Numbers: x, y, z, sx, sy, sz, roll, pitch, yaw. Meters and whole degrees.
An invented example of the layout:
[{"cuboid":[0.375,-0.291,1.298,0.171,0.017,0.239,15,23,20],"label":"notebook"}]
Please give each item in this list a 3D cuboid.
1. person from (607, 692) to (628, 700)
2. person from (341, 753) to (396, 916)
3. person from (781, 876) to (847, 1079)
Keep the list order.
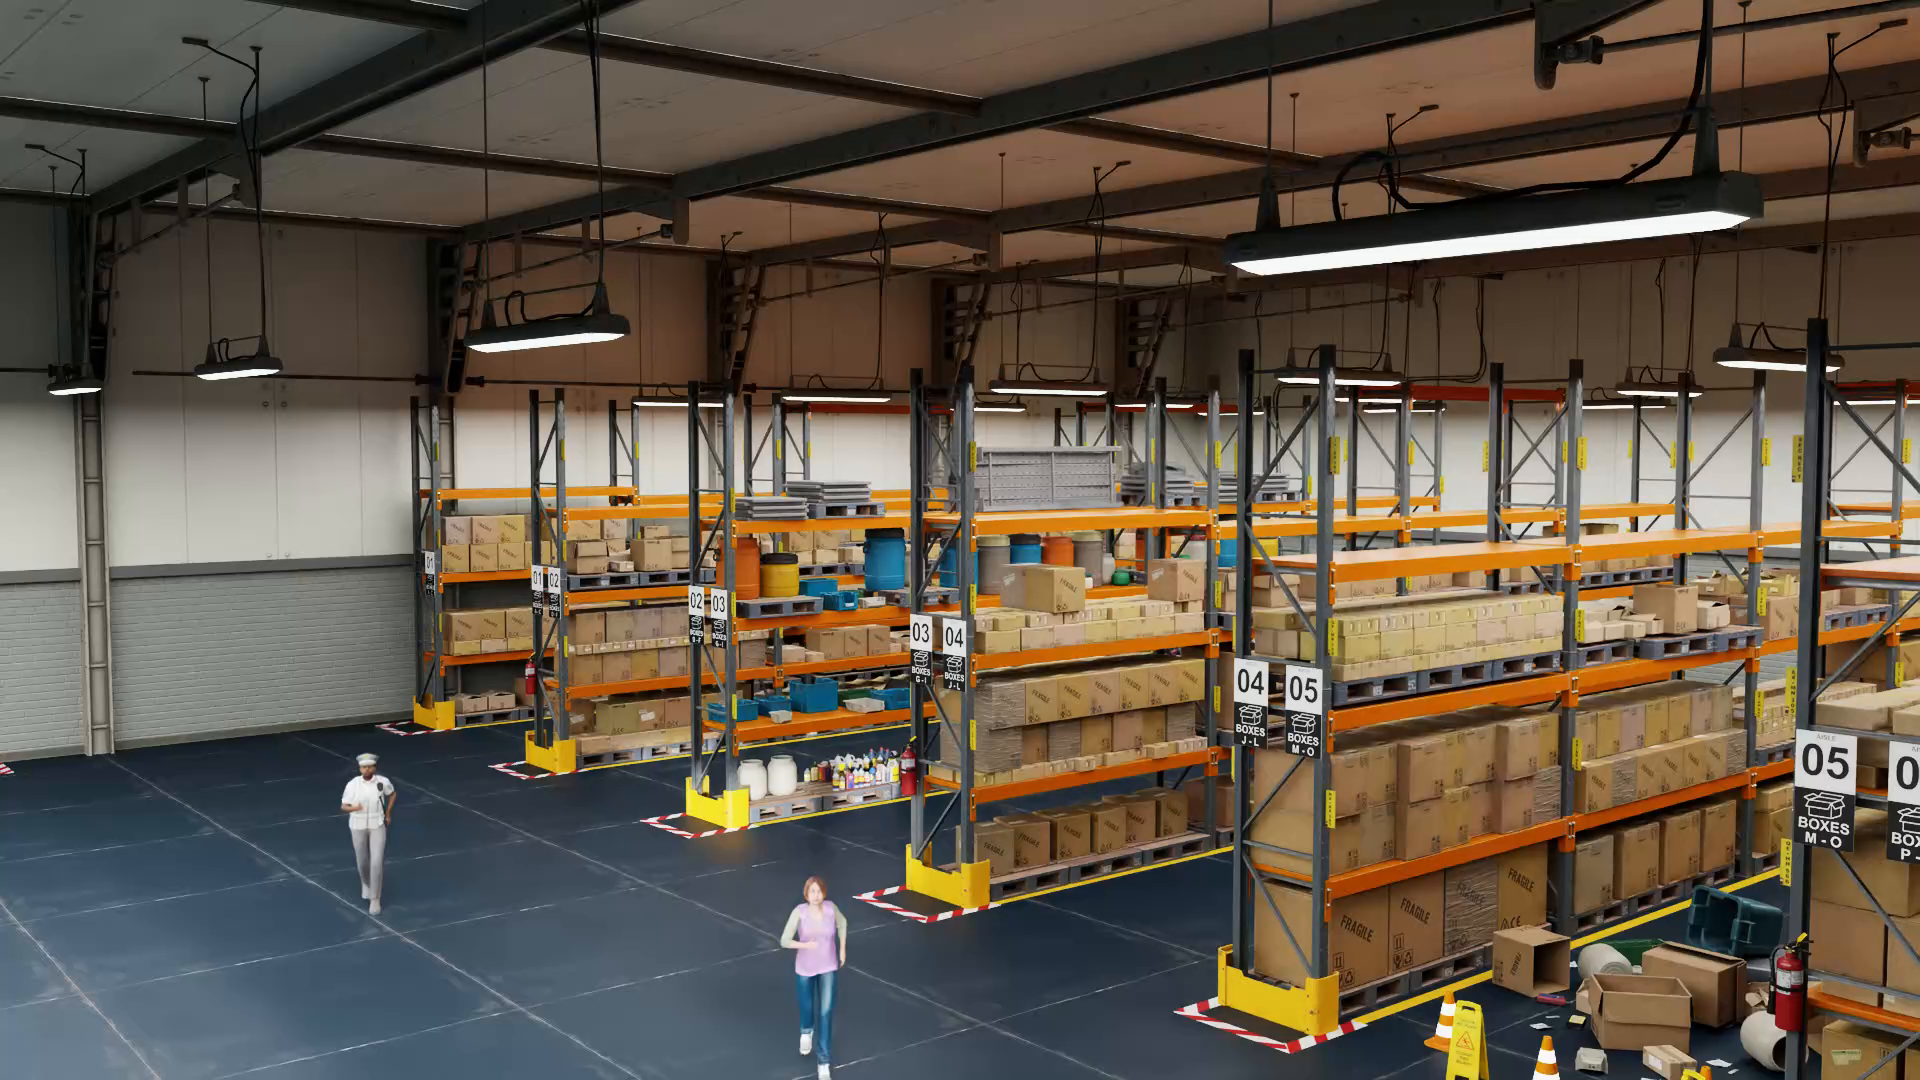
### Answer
[{"cuboid":[-5.876,2.562,29.101,0.803,1.847,0.659,-3,5,-43],"label":"person"},{"cuboid":[-6.548,3.205,18.414,0.570,1.719,0.850,-1,4,-16],"label":"person"},{"cuboid":[-1.189,3.563,13.623,0.566,1.560,0.831,-1,3,-10],"label":"person"}]
